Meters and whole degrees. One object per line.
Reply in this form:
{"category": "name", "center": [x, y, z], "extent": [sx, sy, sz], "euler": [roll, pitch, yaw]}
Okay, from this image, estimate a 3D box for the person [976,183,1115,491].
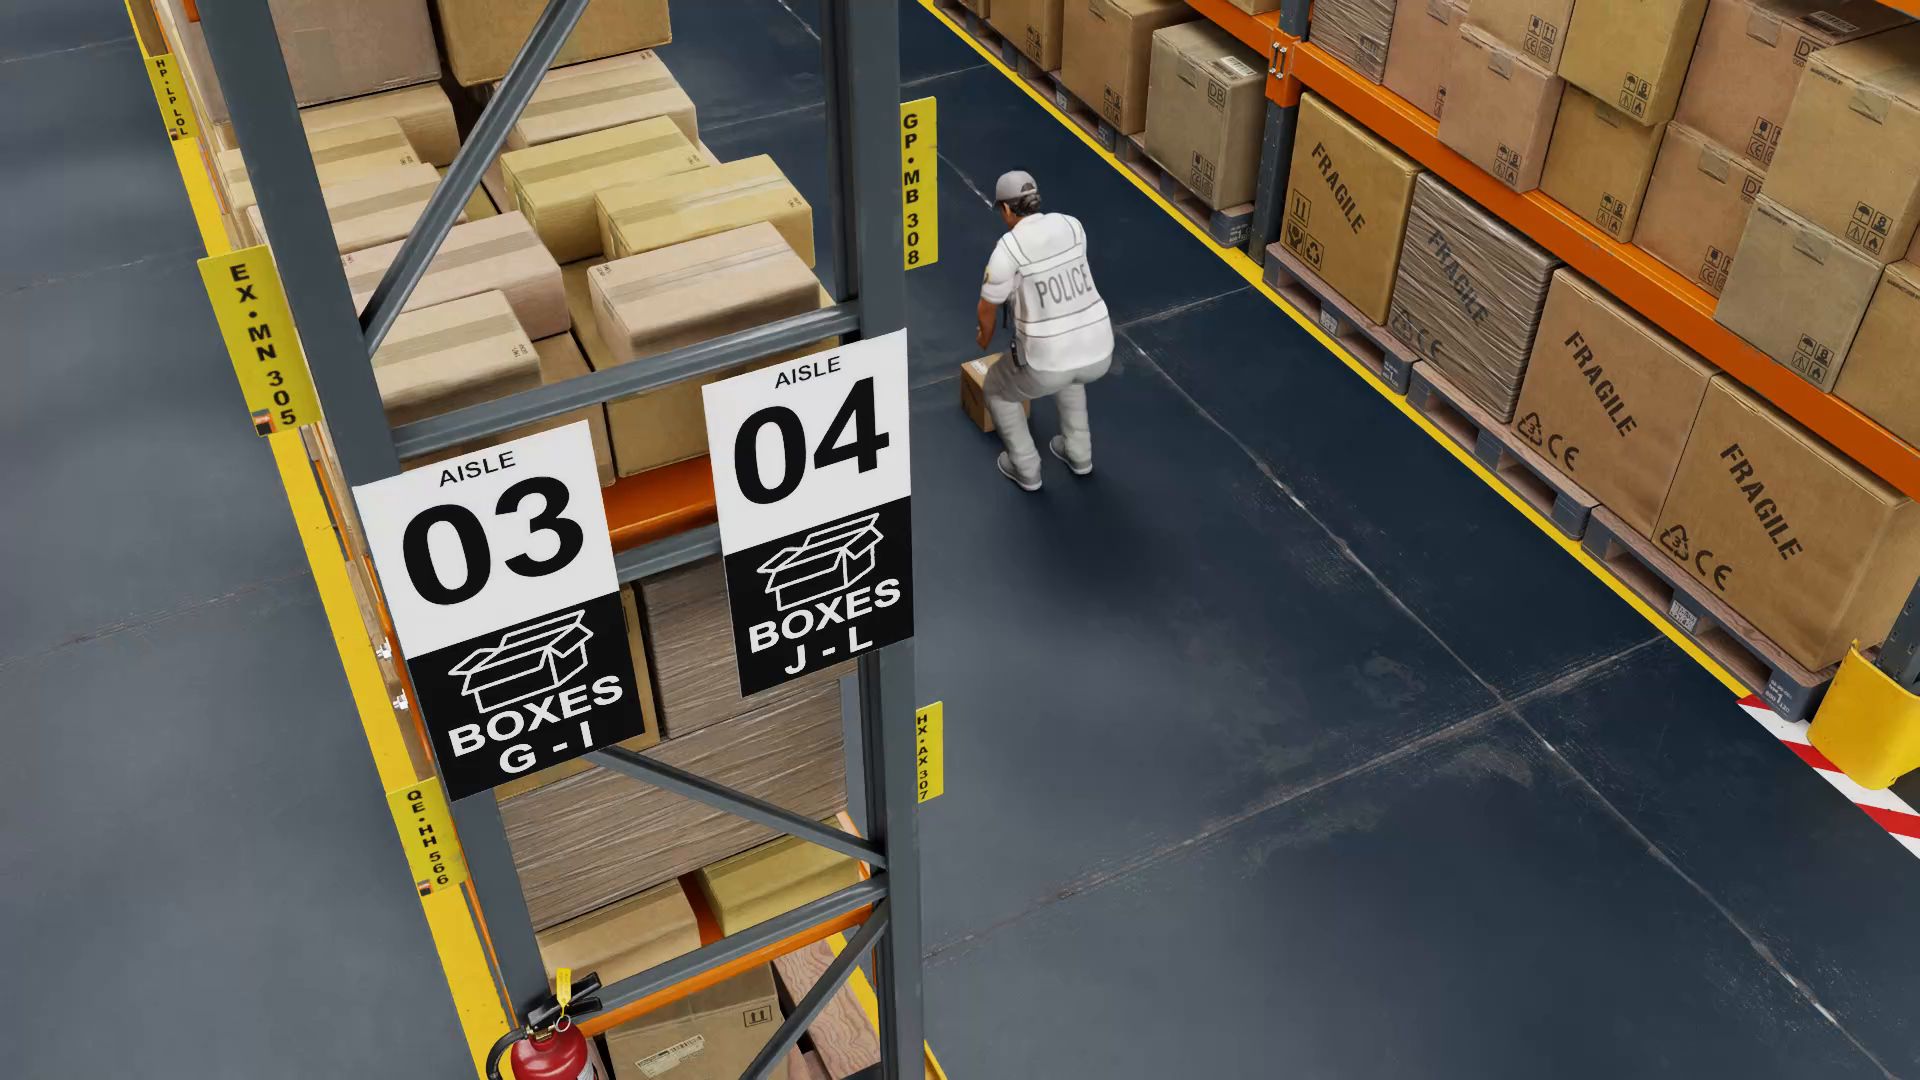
{"category": "person", "center": [0.354, -0.871, 7.334], "extent": [0.532, 1.421, 0.631], "euler": [-19, 45, -20]}
